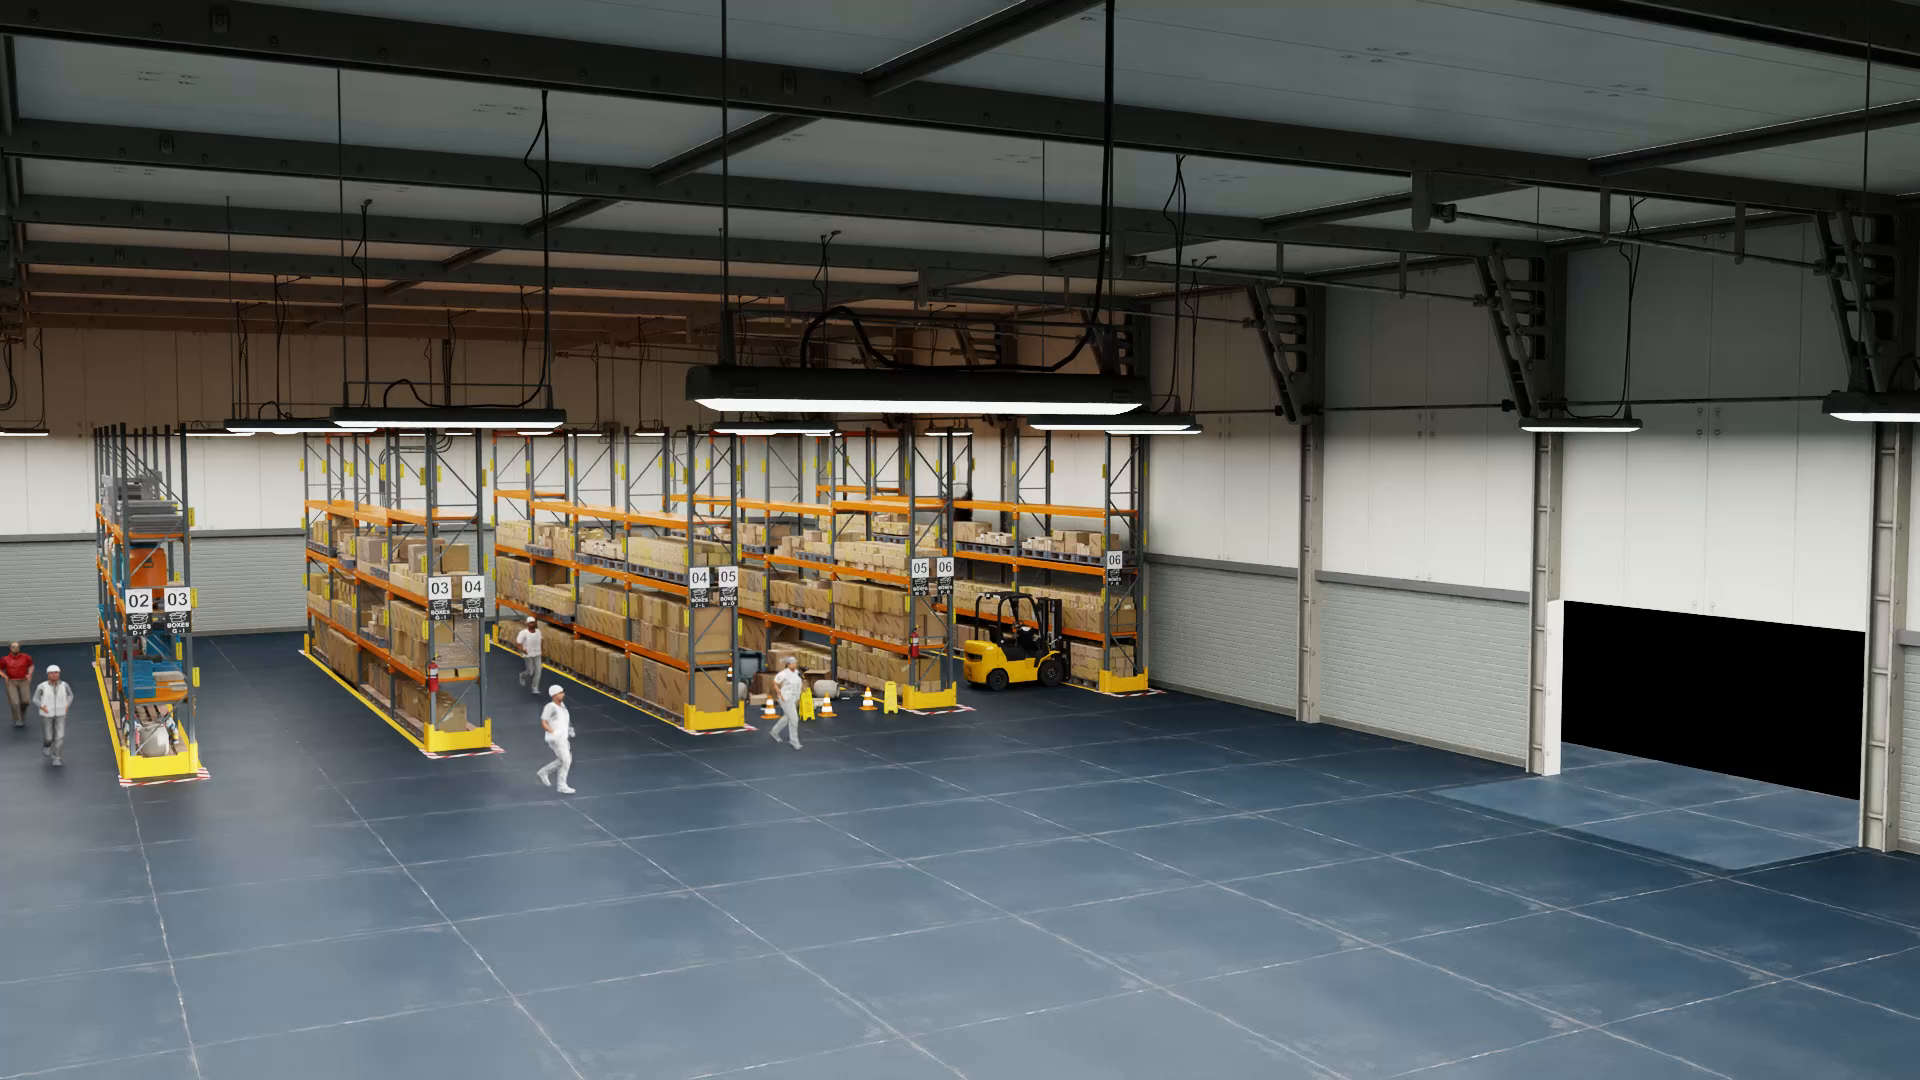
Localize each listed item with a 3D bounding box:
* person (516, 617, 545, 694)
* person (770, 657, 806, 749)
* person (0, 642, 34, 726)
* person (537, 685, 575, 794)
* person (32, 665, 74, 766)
[{"bbox_3d":[-9.633,2.595,37.420,0.700,1.739,0.801,-3,5,-41],"label":"person"},{"bbox_3d":[-3.215,3.012,31.040,0.799,1.705,0.602,2,4,27],"label":"person"},{"bbox_3d":[-18.794,2.873,33.147,0.640,1.677,0.596,-2,4,-35],"label":"person"},{"bbox_3d":[-6.561,3.217,26.879,0.673,1.752,0.691,0,3,5],"label":"person"},{"bbox_3d":[-15.973,3.071,29.316,0.657,1.748,0.752,-3,4,-38],"label":"person"}]
